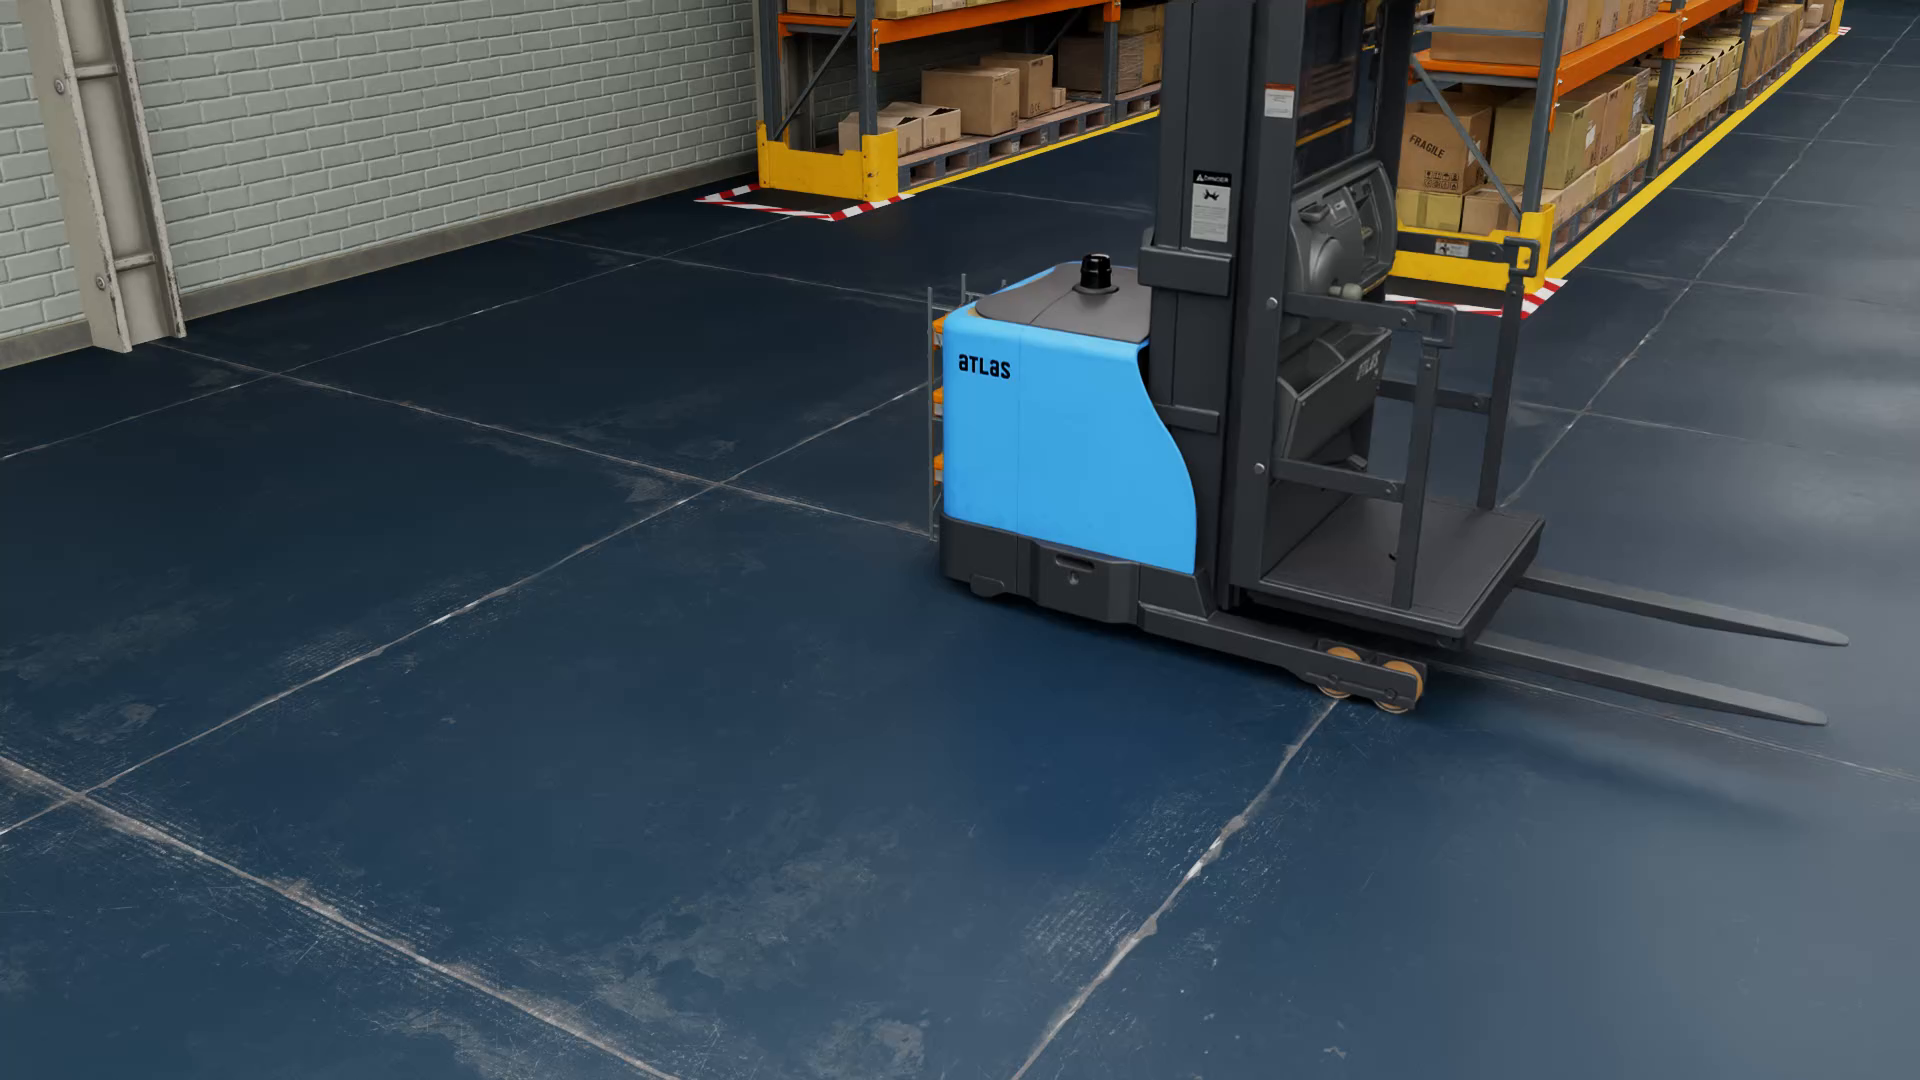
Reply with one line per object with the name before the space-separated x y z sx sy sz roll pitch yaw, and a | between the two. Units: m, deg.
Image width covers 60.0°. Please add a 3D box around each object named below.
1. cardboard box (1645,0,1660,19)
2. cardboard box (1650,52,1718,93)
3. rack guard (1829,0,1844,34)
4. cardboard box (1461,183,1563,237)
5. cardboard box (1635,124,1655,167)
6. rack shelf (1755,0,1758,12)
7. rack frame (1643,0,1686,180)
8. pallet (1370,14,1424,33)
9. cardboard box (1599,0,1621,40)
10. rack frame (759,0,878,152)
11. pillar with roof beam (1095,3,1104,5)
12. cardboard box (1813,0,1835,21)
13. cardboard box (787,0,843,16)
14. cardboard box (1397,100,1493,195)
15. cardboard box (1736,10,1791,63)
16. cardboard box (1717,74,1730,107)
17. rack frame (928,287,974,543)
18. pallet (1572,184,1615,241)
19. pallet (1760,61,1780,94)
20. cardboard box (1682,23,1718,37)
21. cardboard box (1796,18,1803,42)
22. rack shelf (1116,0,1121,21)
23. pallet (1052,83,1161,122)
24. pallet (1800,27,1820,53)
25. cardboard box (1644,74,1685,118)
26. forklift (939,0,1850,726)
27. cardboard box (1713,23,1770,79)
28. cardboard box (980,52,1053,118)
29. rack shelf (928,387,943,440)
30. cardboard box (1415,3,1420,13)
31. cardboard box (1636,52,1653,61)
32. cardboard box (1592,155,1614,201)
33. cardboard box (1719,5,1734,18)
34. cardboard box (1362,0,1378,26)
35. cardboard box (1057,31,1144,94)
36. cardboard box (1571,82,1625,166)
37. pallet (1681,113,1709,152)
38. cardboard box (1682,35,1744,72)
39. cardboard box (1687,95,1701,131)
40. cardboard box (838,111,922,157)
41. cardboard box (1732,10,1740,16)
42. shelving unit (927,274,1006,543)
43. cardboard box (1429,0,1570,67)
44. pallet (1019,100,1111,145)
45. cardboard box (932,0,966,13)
cardboard box | 5.009 -4.317 12.820 0.700 0.500 0.500 13 27 28
cardboard box | 6.477 -4.217 14.941 0.500 0.311 0.500 15 27 30
rack guard | 11.527 -7.299 22.982 1.175 0.500 0.348 14 27 29
cardboard box | 3.599 -2.137 10.844 0.500 0.250 0.500 14 27 29
cardboard box | 5.178 -3.151 13.185 0.500 0.250 0.500 14 27 29
rack shelf | 8.402 -6.117 18.010 1.077 0.370 4.000 14 27 29
rack frame | 5.237 -4.422 13.189 1.000 3.000 0.127 14 27 29
pallet | 5.715 -7.120 22.930 1.003 0.211 1.213 14 27 29
cardboard box | 4.199 -3.796 11.617 0.700 0.500 0.500 15 27 31
rack frame | -1.083 -4.109 12.466 1.000 3.000 0.127 14 27 29
pillar with roof beam | 5.374 -8.402 14.832 9.100 9.000 0.400 14 27 29
cardboard box | 11.490 -7.292 22.411 0.500 0.500 0.500 14 27 29
cardboard box | -1.001 -4.248 12.950 0.500 0.250 0.500 14 27 30
cardboard box | 3.158 -2.590 10.946 0.500 0.500 0.500 14 27 29
cardboard box | 8.908 -5.616 18.540 0.500 0.500 0.500 14 27 30
cardboard box | 7.008 -4.300 15.839 0.500 0.250 0.500 14 27 28
rack frame | -0.036 -0.459 6.488 0.200 1.050 0.008 14 27 29
pallet | 4.140 -2.469 12.188 1.003 0.211 1.213 14 27 29
pallet | 8.418 -5.147 18.373 1.003 0.211 1.213 14 27 29
cardboard box | 7.641 -5.192 17.560 0.500 0.500 0.500 15 28 31
cardboard box | 9.863 -6.186 20.095 0.500 0.311 0.500 14 27 29
rack shelf | 2.082 -5.804 17.286 1.077 0.370 4.000 14 27 29
pallet | 1.436 -4.442 16.746 1.003 0.211 1.213 14 27 29
pallet | 10.463 -6.487 21.470 1.003 0.211 1.213 14 27 29
cardboard box | 5.667 -3.698 13.742 0.500 0.311 0.500 14 27 29
forklift | 1.449 -1.020 5.416 3.031 2.935 1.130 14 27 29
cardboard box | 8.102 -5.098 17.344 0.500 0.500 0.500 13 27 27
cardboard box | 0.513 -4.155 15.165 0.500 0.500 0.500 12 26 25
rack shelf | 0.028 -0.490 6.587 0.215 0.259 0.240 14 27 29
cardboard box | 5.996 -7.604 23.158 0.700 0.500 0.500 14 27 28
cardboard box | 6.010 -4.321 15.182 0.500 0.311 0.500 13 27 28
cardboard box | 4.392 -2.643 12.012 0.500 0.250 0.500 14 27 29
cardboard box | 8.204 -5.902 18.256 0.500 0.250 0.500 13 27 28
cardboard box | 5.015 -7.119 21.595 0.750 0.750 0.750 14 27 30
cardboard box | 1.401 -4.766 16.575 0.700 0.500 0.500 15 28 31
cardboard box | 4.393 -2.987 11.863 0.500 0.500 0.500 14 27 29
pallet | 6.236 -3.813 15.291 1.003 0.211 1.213 14 27 29
cardboard box | 7.280 -4.732 16.131 0.500 0.311 0.500 15 27 30
cardboard box | 6.202 -3.785 14.649 0.500 0.250 0.500 13 27 27
cardboard box | -0.642 -3.291 13.408 0.500 0.311 0.500 11 26 23
cardboard box | 8.453 -5.715 18.769 0.500 0.500 0.500 14 27 30
shelving unit | 0.028 -0.500 6.583 0.215 1.050 0.252 14 27 29
cardboard box | 3.385 -3.273 10.408 0.700 0.500 0.500 14 27 29
pallet | 0.703 -3.945 15.597 1.003 0.211 1.213 14 27 29
cardboard box | -0.294 -4.326 13.130 0.500 0.250 0.500 13 27 27
